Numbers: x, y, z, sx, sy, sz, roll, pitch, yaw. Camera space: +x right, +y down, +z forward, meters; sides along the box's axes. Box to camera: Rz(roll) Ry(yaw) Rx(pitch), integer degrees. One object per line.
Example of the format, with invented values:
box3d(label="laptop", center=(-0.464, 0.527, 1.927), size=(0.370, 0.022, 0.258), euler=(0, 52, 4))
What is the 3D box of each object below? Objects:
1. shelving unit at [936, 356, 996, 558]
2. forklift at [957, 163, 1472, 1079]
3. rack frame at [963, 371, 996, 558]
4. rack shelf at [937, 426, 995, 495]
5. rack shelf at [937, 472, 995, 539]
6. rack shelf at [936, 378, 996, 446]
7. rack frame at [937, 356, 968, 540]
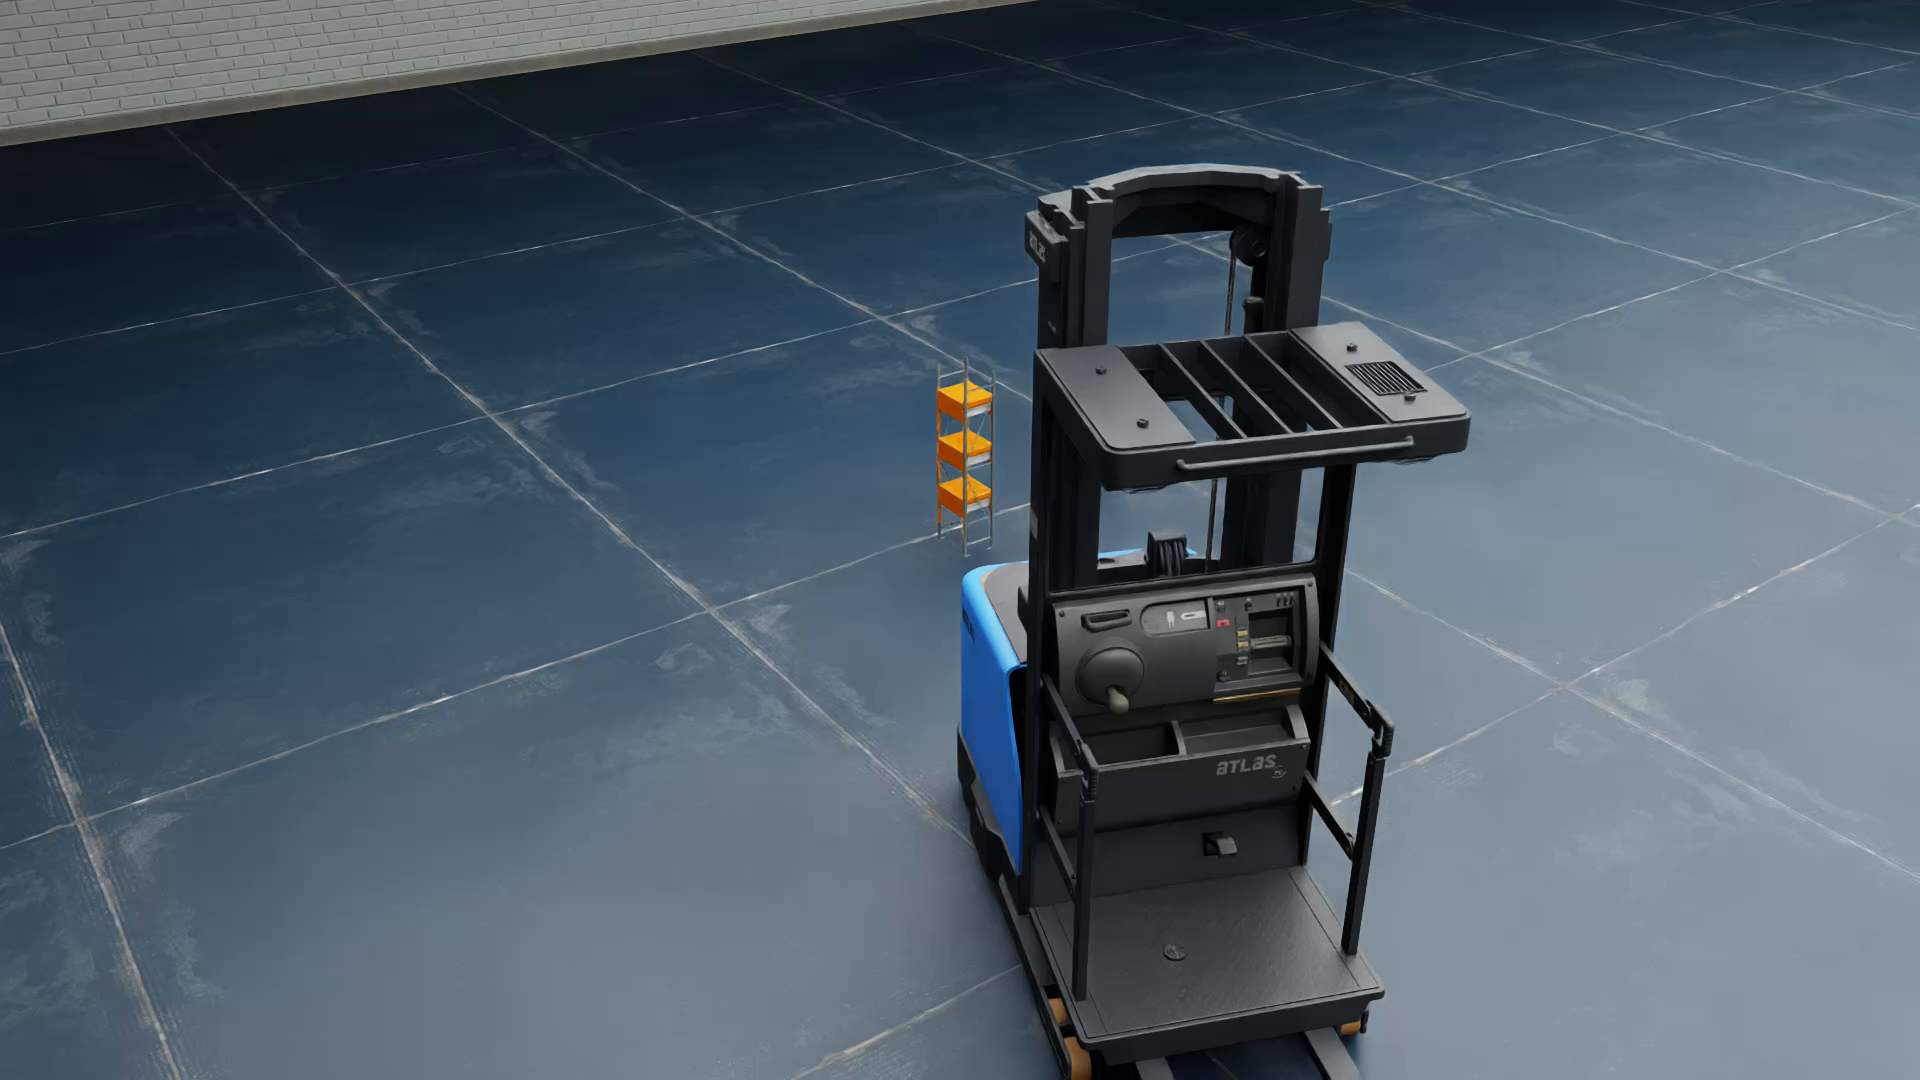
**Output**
box3d(label="shelving unit", center=(0.031, -0.441, 8.961), size=(0.215, 1.050, 0.252), euler=(-19, 34, -31))
box3d(label="forklift", center=(0.823, 0.400, 5.443), size=(1.130, 2.935, 3.031), euler=(-6, 29, -11))
box3d(label="rack frame", center=(0.102, -0.393, 8.874), size=(0.200, 1.050, 0.008), euler=(-19, 34, -31))
box3d(label="rack shelf", center=(0.031, -0.431, 8.966), size=(0.215, 0.259, 0.240), euler=(-19, 34, -31))
box3d(label="rack shelf", center=(0.031, -0.187, 9.099), size=(0.215, 0.259, 0.240), euler=(-19, 34, -31))
box3d(label="rack shelf", center=(0.031, -0.681, 8.831), size=(0.215, 0.259, 0.240), euler=(-19, 34, -31))
box3d(label="rack frame", center=(-0.040, -0.488, 9.048), size=(0.200, 1.050, 0.008), euler=(-19, 34, -31))
